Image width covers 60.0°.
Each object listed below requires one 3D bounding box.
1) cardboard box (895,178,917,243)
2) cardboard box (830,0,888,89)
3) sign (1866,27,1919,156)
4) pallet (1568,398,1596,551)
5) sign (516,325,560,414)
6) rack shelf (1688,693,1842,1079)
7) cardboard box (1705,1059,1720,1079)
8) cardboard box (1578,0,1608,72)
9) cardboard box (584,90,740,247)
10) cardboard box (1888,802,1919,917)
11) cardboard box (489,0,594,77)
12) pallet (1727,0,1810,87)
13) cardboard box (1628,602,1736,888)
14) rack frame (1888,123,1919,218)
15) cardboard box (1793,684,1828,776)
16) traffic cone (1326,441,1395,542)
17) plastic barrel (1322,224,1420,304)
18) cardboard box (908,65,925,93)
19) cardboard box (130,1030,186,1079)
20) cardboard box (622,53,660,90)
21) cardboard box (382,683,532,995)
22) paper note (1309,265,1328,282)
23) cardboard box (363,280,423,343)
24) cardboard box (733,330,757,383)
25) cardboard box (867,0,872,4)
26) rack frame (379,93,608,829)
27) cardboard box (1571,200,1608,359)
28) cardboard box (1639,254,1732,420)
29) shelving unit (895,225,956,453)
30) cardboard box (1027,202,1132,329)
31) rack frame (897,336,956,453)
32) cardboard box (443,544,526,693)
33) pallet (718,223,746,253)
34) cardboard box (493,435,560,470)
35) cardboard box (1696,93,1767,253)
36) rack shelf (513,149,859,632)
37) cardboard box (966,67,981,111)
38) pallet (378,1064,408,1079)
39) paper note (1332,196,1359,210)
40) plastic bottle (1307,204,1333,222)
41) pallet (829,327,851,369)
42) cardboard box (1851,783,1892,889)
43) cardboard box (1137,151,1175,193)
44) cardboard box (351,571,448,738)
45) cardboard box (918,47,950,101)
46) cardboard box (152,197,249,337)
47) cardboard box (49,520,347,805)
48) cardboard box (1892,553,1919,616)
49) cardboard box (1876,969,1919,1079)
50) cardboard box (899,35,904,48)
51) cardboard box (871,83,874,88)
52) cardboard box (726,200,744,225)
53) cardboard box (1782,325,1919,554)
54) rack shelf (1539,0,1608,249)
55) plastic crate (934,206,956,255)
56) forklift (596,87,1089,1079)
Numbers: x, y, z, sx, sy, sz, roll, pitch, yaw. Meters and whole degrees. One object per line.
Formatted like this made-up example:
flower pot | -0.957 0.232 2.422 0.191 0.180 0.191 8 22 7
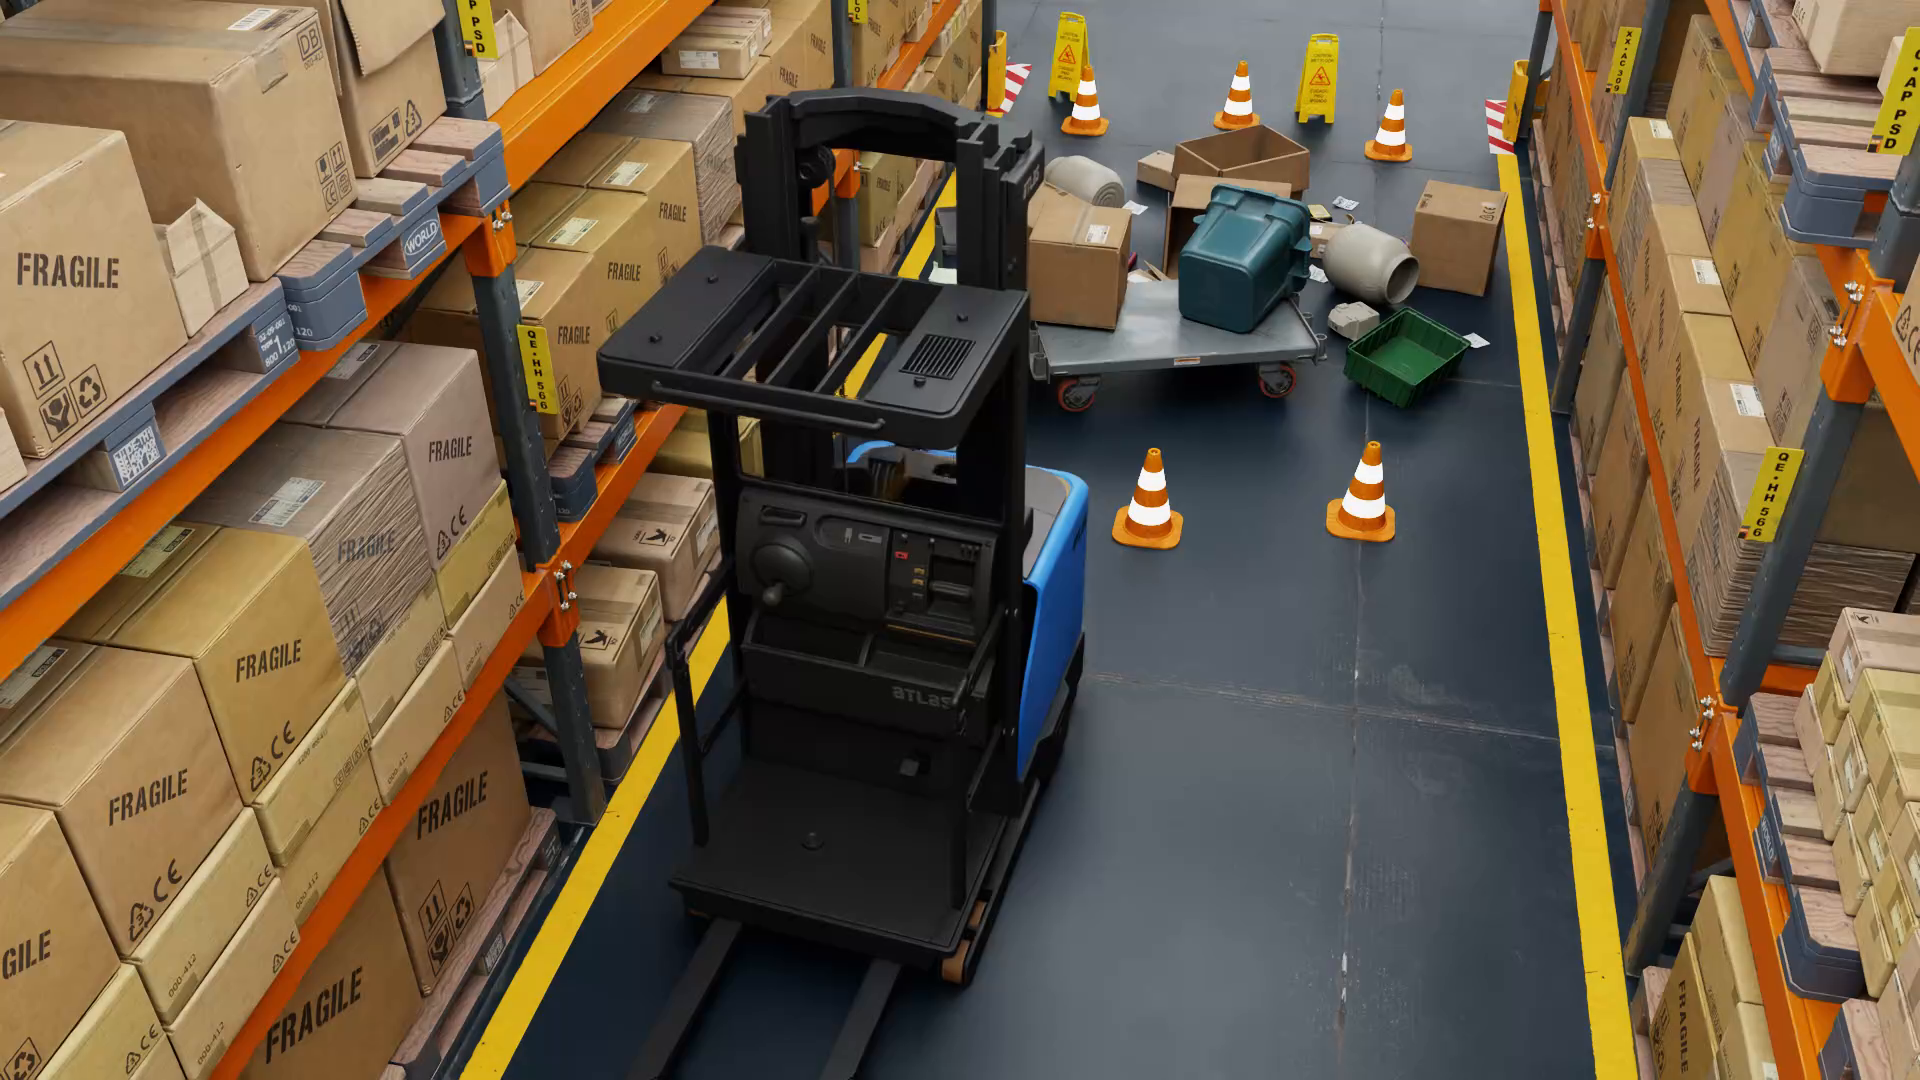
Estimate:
cardboard box | -0.585 -2.119 10.603 0.500 0.250 0.500 9 37 13
cardboard box | -0.712 -2.829 9.259 0.500 0.500 0.500 7 37 10
sign | 2.385 -1.125 4.183 0.100 0.325 0.005 7 37 10
pallet | 3.688 -0.307 8.494 1.003 0.211 1.213 7 37 10
sign | -1.389 -0.559 5.478 0.100 0.325 0.005 7 37 10
rack shelf | 2.498 1.843 3.764 1.077 0.370 4.000 7 37 10
cardboard box | 2.421 1.909 4.832 0.500 0.500 0.500 8 37 11
cardboard box | 4.188 -3.091 9.832 0.875 0.550 0.500 7 37 10
cardboard box | -1.284 -1.608 7.216 0.500 0.500 0.500 6 36 8
cardboard box | 2.469 0.783 3.964 0.380 0.149 0.250 6 36 8
cardboard box | -1.720 -1.955 5.750 0.700 0.500 0.500 7 37 10
pallet | 3.247 -1.751 5.714 1.003 0.211 1.213 9 37 12
cardboard box | 3.143 0.808 6.138 1.050 0.750 0.750 7 36 9
rack frame | 2.925 -2.024 3.375 1.000 3.000 0.127 7 37 10
cardboard box | 2.632 0.568 4.767 0.380 0.149 0.250 7 36 9
traffic cone | 2.018 -0.282 8.244 0.336 0.463 0.334 7 37 10
plastic barrel | 2.523 -1.688 10.218 0.421 0.421 0.512 -24 42 -30
cardboard box | -0.440 -2.892 10.478 0.380 0.149 0.250 9 37 13
cardboard box | -2.201 1.388 3.906 0.500 0.250 0.500 7 37 10
cardboard box | -1.683 -1.980 7.729 0.500 0.500 0.500 7 37 10
cardboard box | -2.161 0.918 5.880 0.875 0.875 0.875 7 37 10
paper note | 2.282 -1.691 10.564 0.172 0.023 0.155 20 41 26
cardboard box | -2.107 -0.784 6.079 0.500 0.500 0.500 6 36 9
cardboard box | -1.338 -0.843 8.739 0.950 0.372 0.625 10 37 13
cardboard box | -0.772 -3.242 8.976 0.700 0.500 0.500 7 37 9
rack frame | -1.932 -0.158 5.912 1.000 3.000 0.127 7 37 10
cardboard box | 3.982 -1.550 9.285 0.875 0.875 0.875 8 37 11
cardboard box | 3.079 -0.794 6.705 0.500 0.500 0.500 8 37 11
shelving unit | 0.001 -0.611 7.815 0.431 1.500 0.755 7 37 10
cardboard box | 0.668 -1.539 9.303 0.500 0.500 0.500 7 37 10
rack frame | -0.077 -0.401 7.526 0.400 1.500 0.023 7 37 10
cardboard box | -1.787 0.226 5.511 0.500 0.250 0.500 6 36 8
pallet | -1.549 -1.220 7.541 1.003 0.211 1.213 7 37 10
cardboard box | -1.681 -0.389 6.087 0.380 0.149 0.250 5 36 7
cardboard box | 3.463 -1.463 6.776 0.700 0.500 0.500 8 37 10
rack shelf | -1.505 -1.013 7.705 1.077 0.370 4.000 7 37 10
cardboard box | -0.138 -3.290 12.218 0.500 0.250 0.500 7 37 10
pallet | -2.437 2.111 5.157 1.003 0.211 1.213 7 37 10
paper note | 2.649 -2.316 11.422 0.144 0.017 0.142 20 41 26
plastic bottle | 2.424 -2.174 11.197 0.133 0.061 0.283 -5 36 -6
pallet | -1.243 -0.875 9.278 1.003 0.211 1.213 7 37 10
cardboard box | 2.516 0.777 4.224 0.380 0.149 0.250 6 36 9
cardboard box | 1.470 -2.586 11.691 0.380 0.149 0.250 28 44 33
cardboard box | -1.893 0.305 4.976 0.500 0.250 0.500 6 36 9
cardboard box | -0.363 -3.024 11.213 0.500 0.500 0.500 6 36 9
cardboard box | -1.884 -0.654 3.798 0.396 0.266 0.258 6 36 9
cardboard box | -2.001 0.305 4.336 0.500 0.500 0.500 7 37 10
cardboard box | 3.285 0.141 5.414 0.500 0.500 0.500 8 37 10
cardboard box | 2.407 1.184 3.916 0.380 0.149 0.250 8 37 11
cardboard box | -0.554 -3.091 10.173 0.380 0.149 0.250 7 37 10
cardboard box | -0.697 -2.490 9.343 0.380 0.149 0.250 7 37 10
cardboard box | -1.150 -1.607 7.767 0.380 0.149 0.250 7 37 10
cardboard box | 3.031 -0.297 5.166 0.700 0.500 0.500 7 37 10
rack shelf | 4.207 -2.744 10.093 1.077 0.370 4.000 7 37 10
plastic crate | 0.059 -2.066 11.032 0.402 0.080 0.583 -5 36 -6
forklift | -0.395 0.153 5.541 1.130 2.935 3.031 11 37 14
